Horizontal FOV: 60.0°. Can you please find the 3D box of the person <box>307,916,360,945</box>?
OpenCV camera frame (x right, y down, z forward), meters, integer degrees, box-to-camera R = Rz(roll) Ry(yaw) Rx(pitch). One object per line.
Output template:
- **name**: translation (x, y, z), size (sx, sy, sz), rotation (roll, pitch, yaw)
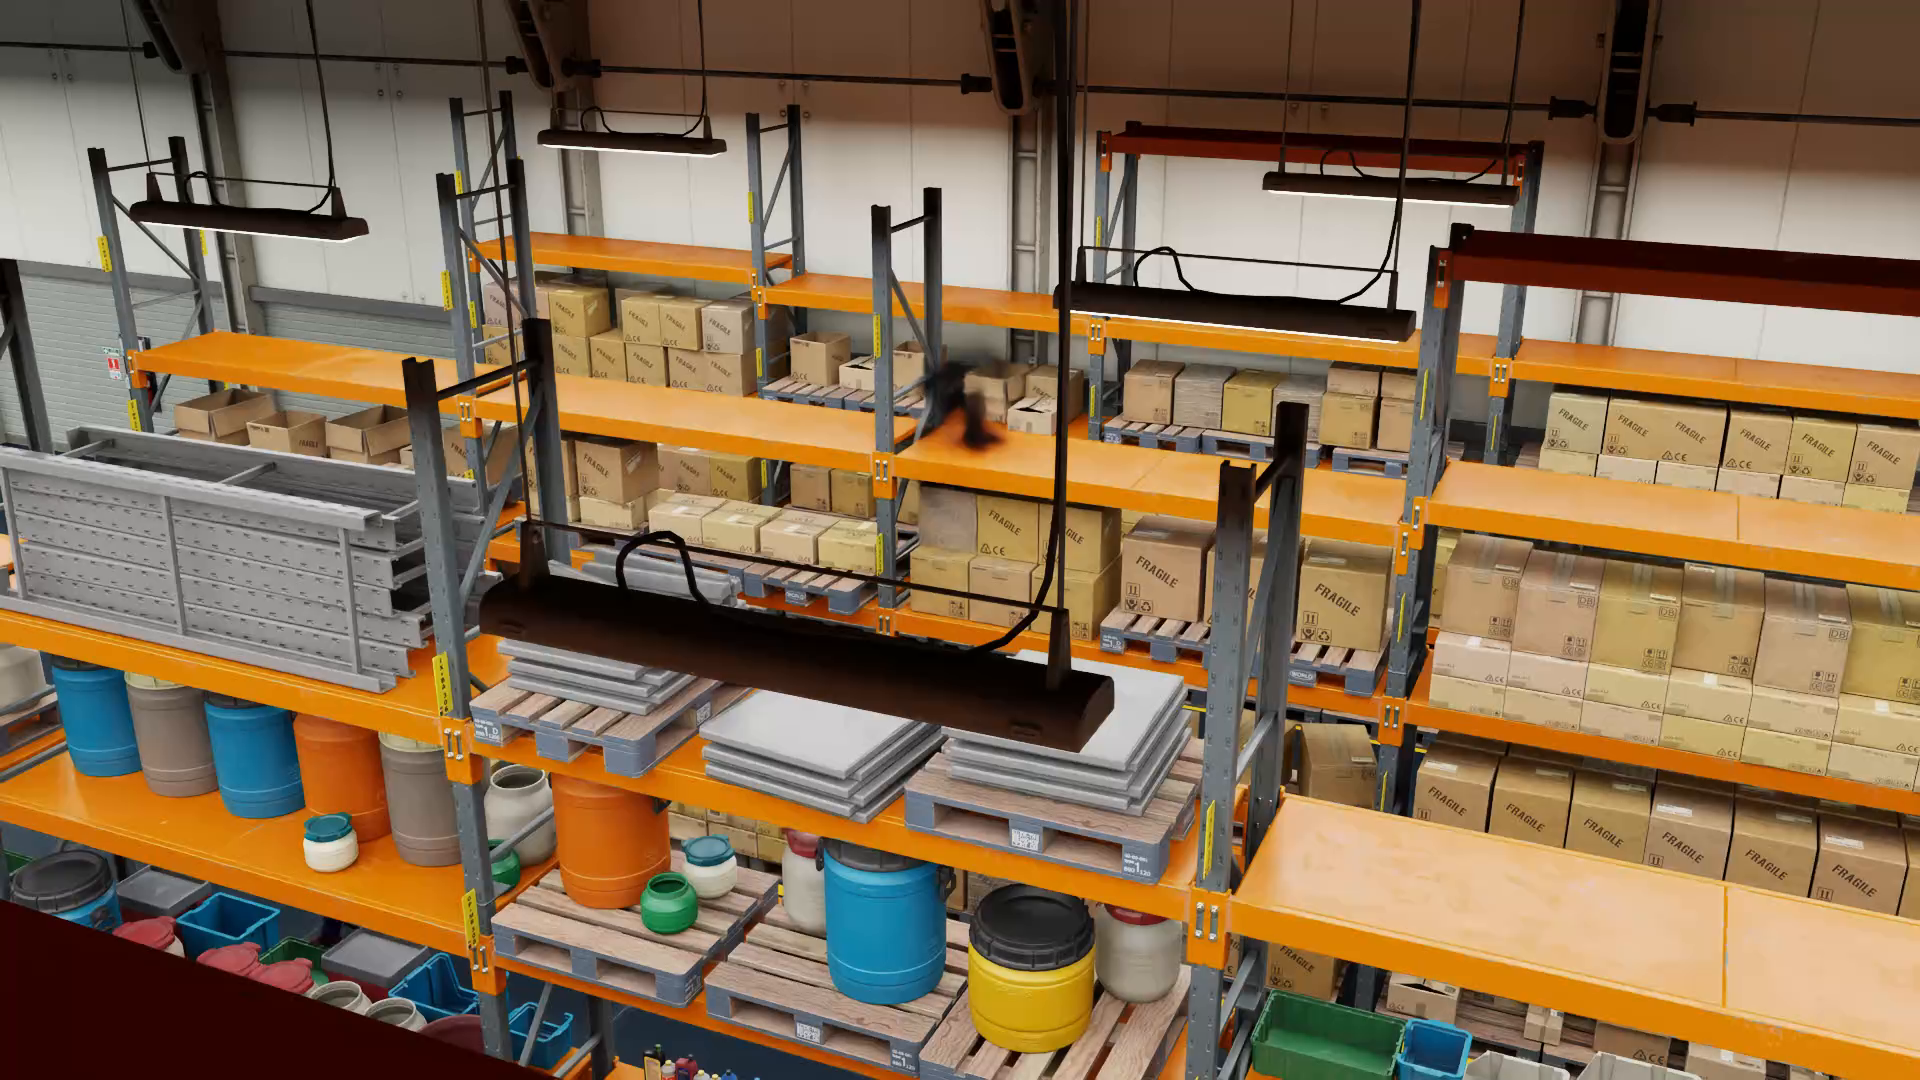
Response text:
- **person**: translation (-4.966, 2.619, 13.310), size (0.919, 1.651, 0.599), rotation (6, 21, 16)
